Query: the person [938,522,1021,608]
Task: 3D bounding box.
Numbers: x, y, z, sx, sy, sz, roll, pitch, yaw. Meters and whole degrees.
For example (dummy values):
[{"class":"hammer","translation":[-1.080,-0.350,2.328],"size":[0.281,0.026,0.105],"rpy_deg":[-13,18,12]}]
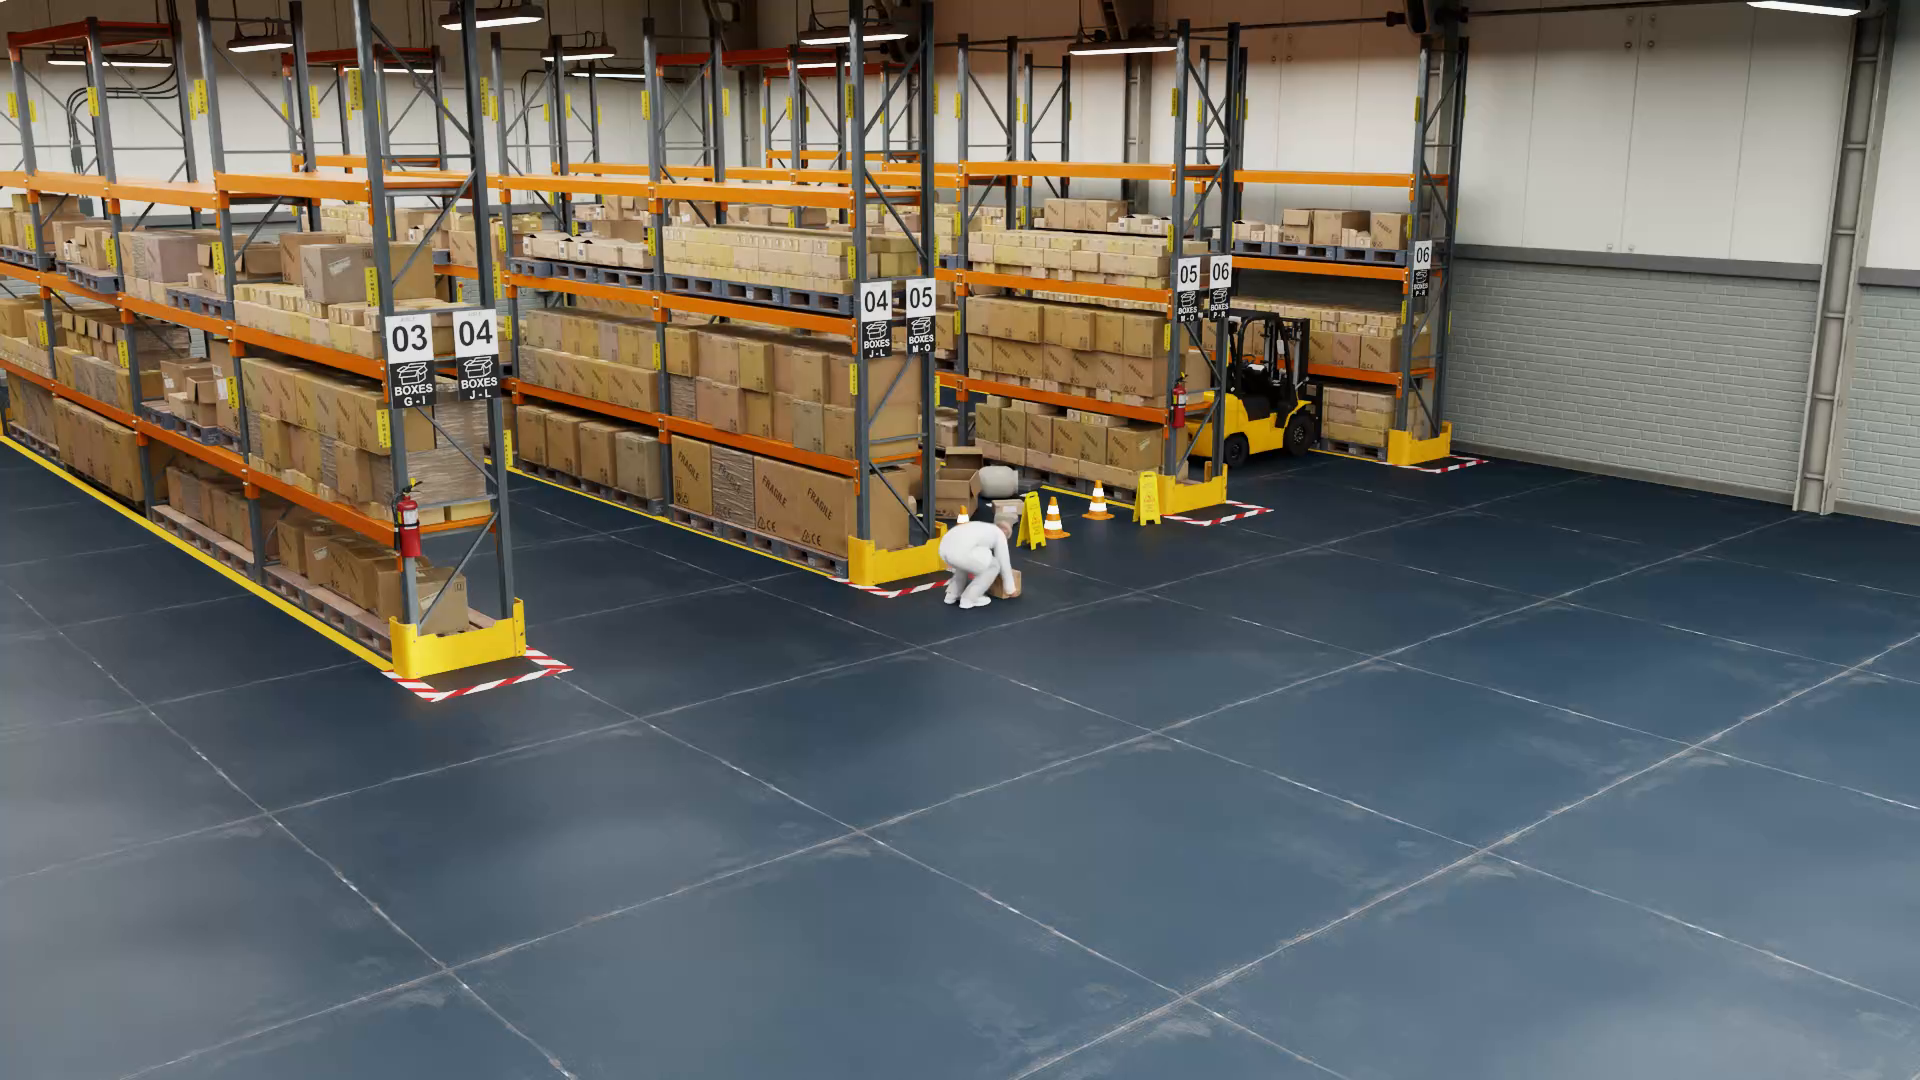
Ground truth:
[{"class":"person","translation":[0.187,0.233,17.106],"size":[0.957,0.848,0.584],"rpy_deg":[-12,19,-41]}]
